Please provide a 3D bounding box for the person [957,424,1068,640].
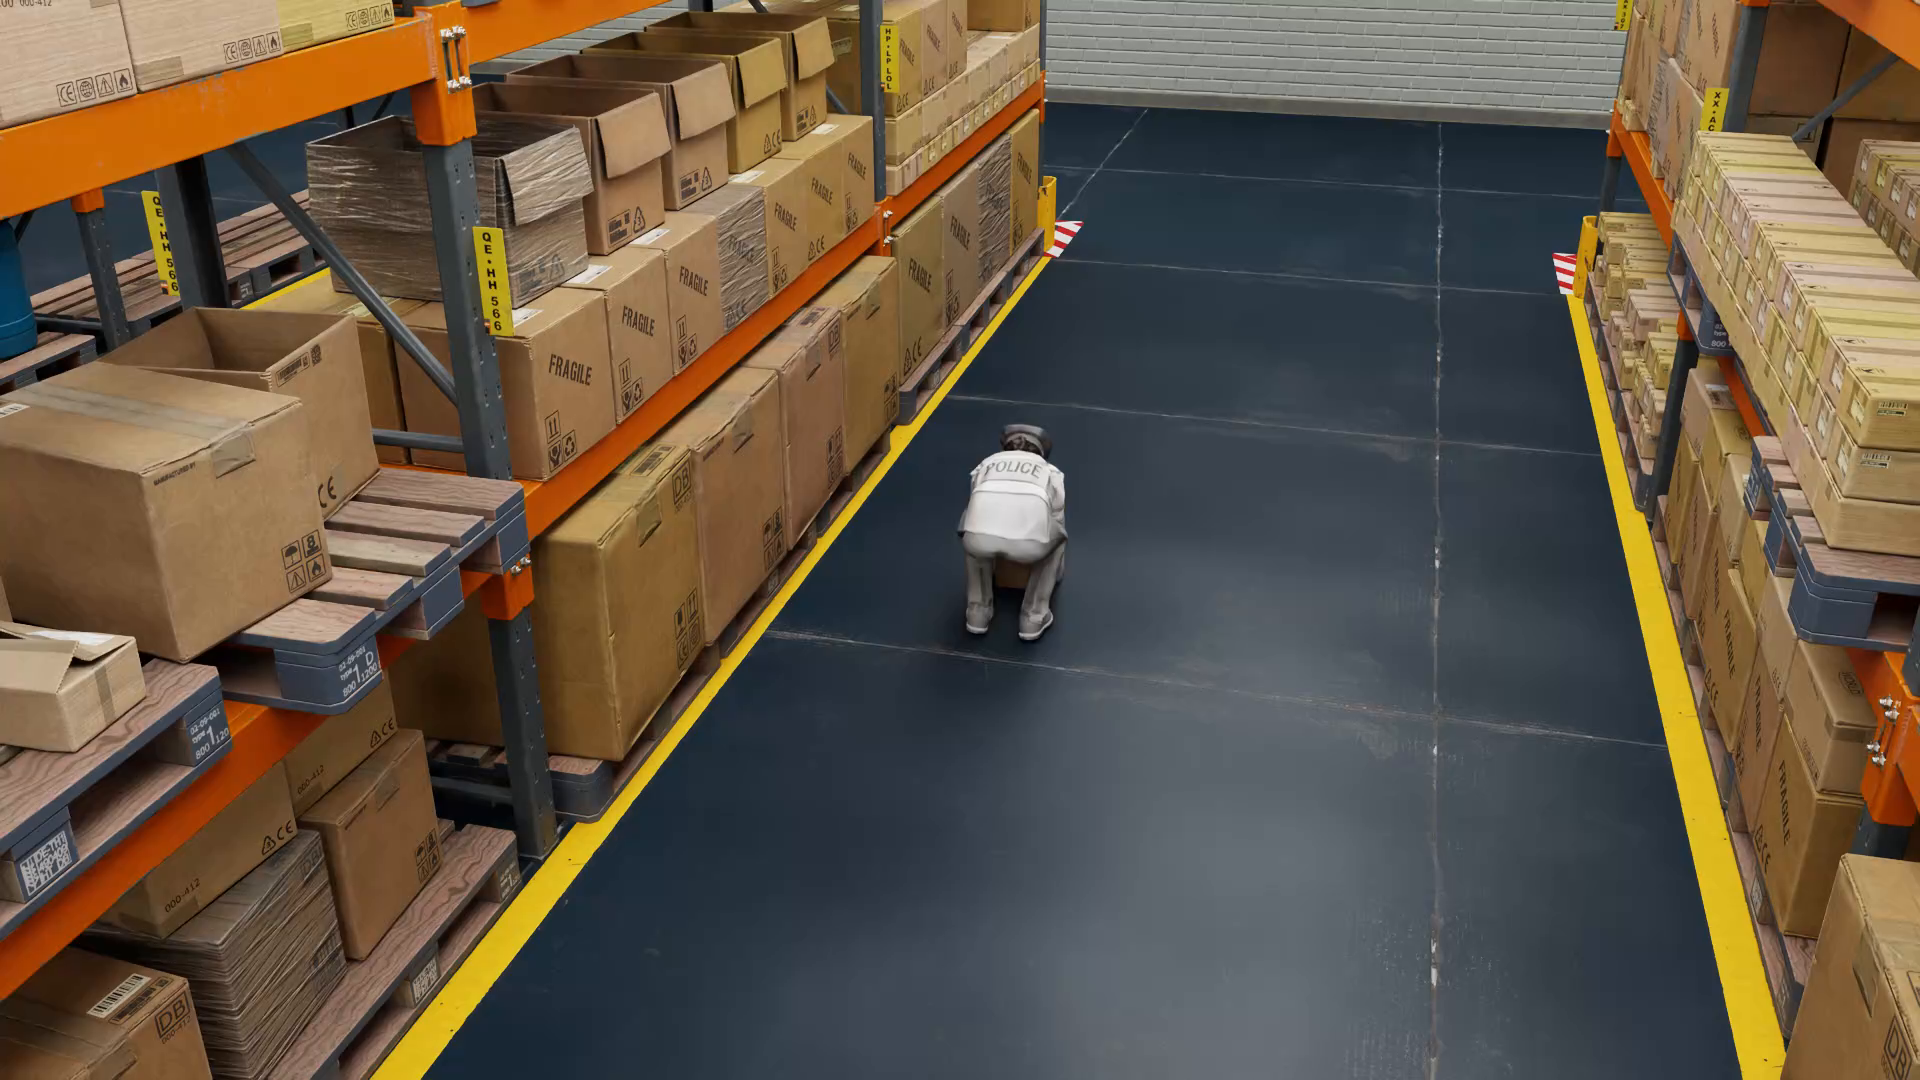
[{"bbox_3d":[0.240,-0.028,7.255,0.456,0.761,0.915,5,26,11],"label":"person"}]
